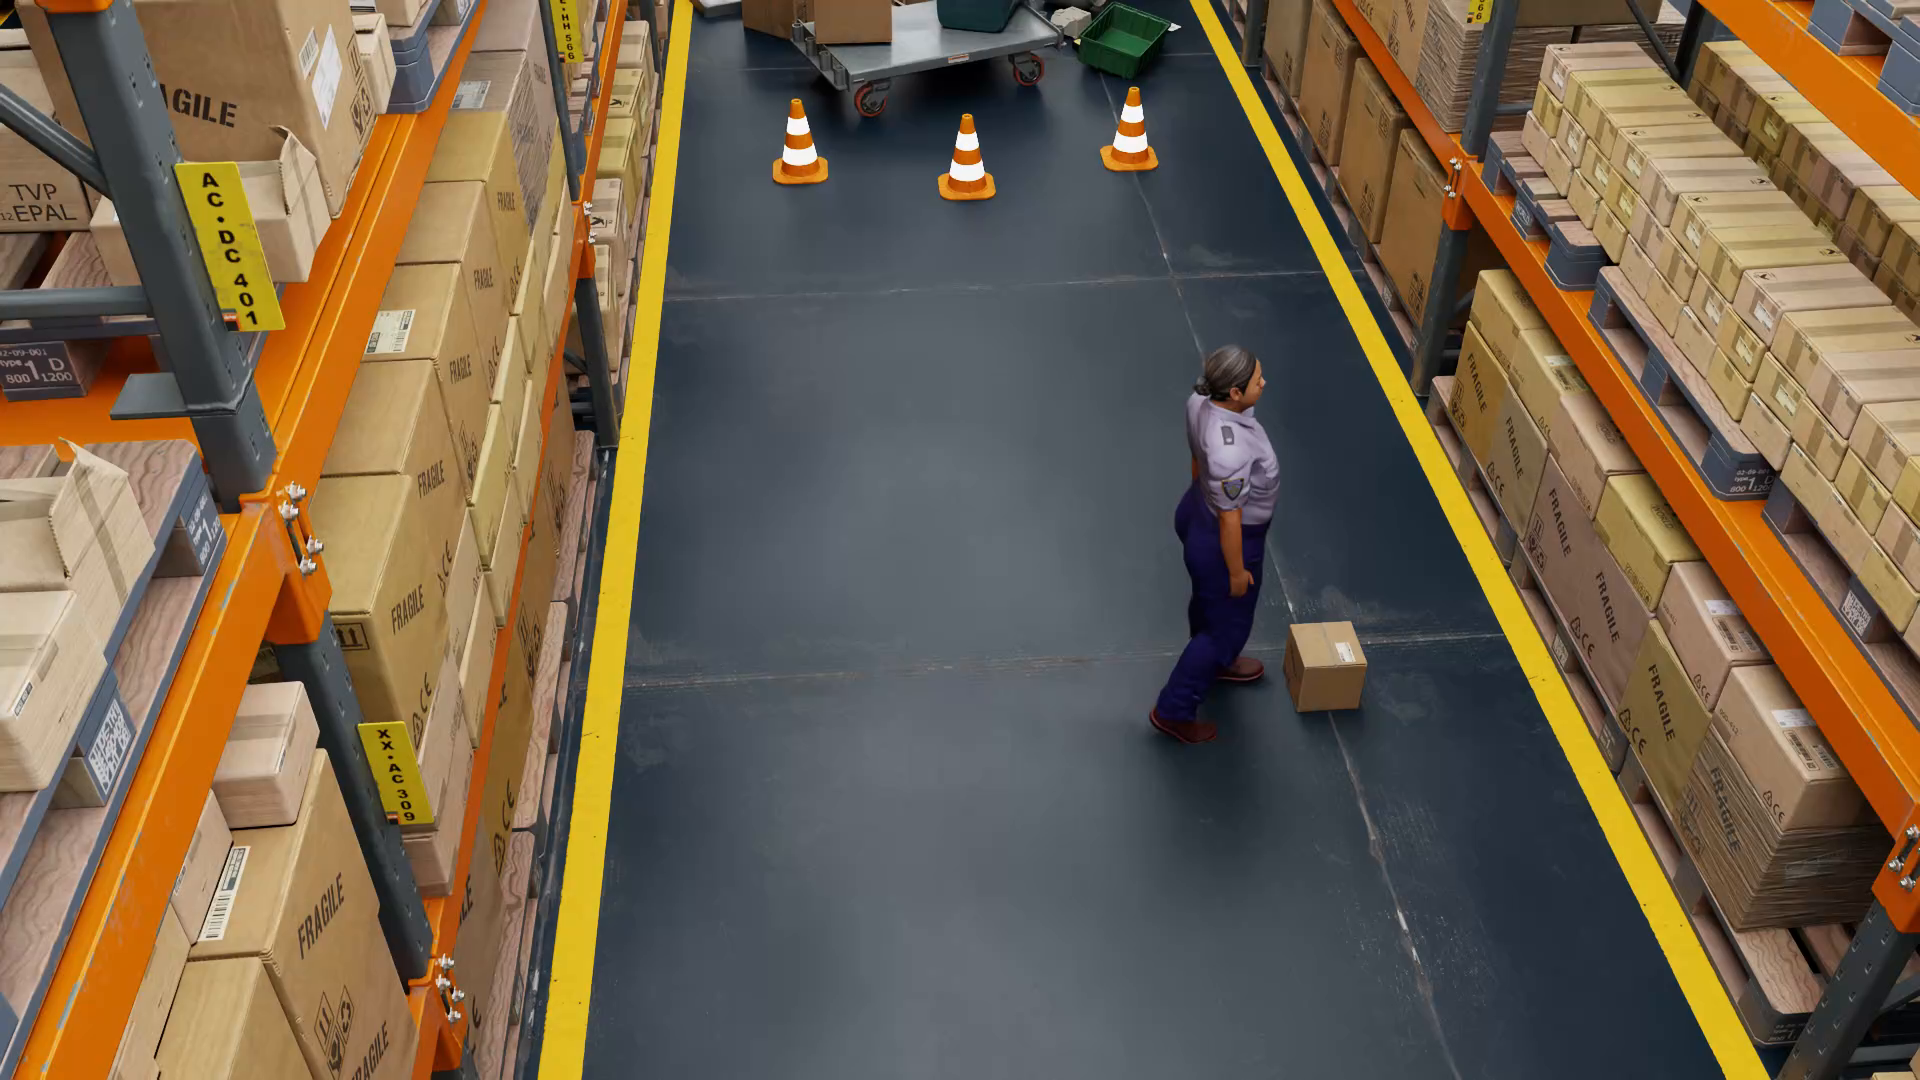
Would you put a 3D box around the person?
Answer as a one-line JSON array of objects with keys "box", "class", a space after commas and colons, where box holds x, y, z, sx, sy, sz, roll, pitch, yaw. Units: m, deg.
[{"box": [0.984, 0.003, 6.179, 0.529, 1.678, 0.508, -3, 39, -4], "class": "person"}]
